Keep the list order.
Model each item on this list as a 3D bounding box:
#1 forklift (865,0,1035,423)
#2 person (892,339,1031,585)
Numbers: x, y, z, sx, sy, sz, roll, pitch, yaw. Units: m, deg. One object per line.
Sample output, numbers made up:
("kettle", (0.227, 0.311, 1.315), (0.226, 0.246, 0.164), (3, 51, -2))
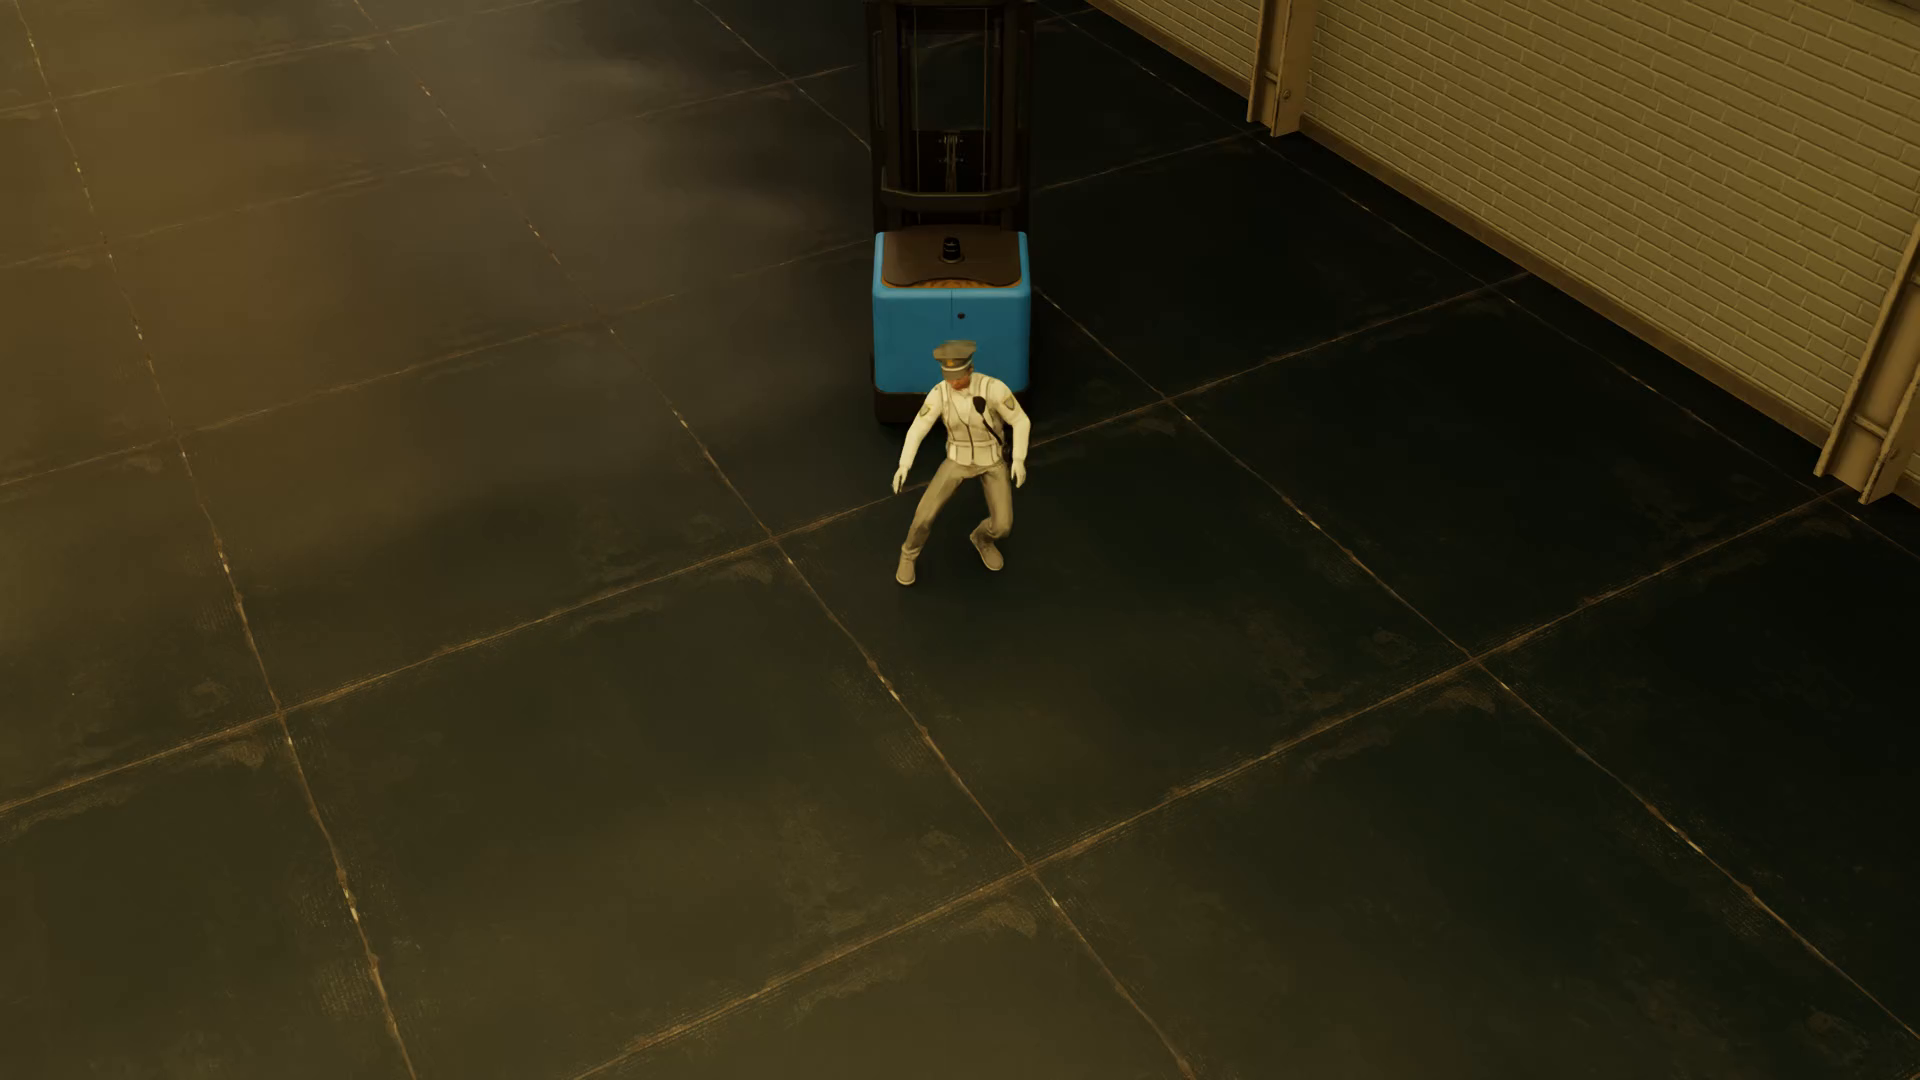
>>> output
("forklift", (-0.064, -2.827, 11.445), (1.130, 2.935, 3.031), (0, 40, 0))
("person", (0.016, -0.405, 9.629), (0.766, 1.513, 0.634), (7, 40, 8))
